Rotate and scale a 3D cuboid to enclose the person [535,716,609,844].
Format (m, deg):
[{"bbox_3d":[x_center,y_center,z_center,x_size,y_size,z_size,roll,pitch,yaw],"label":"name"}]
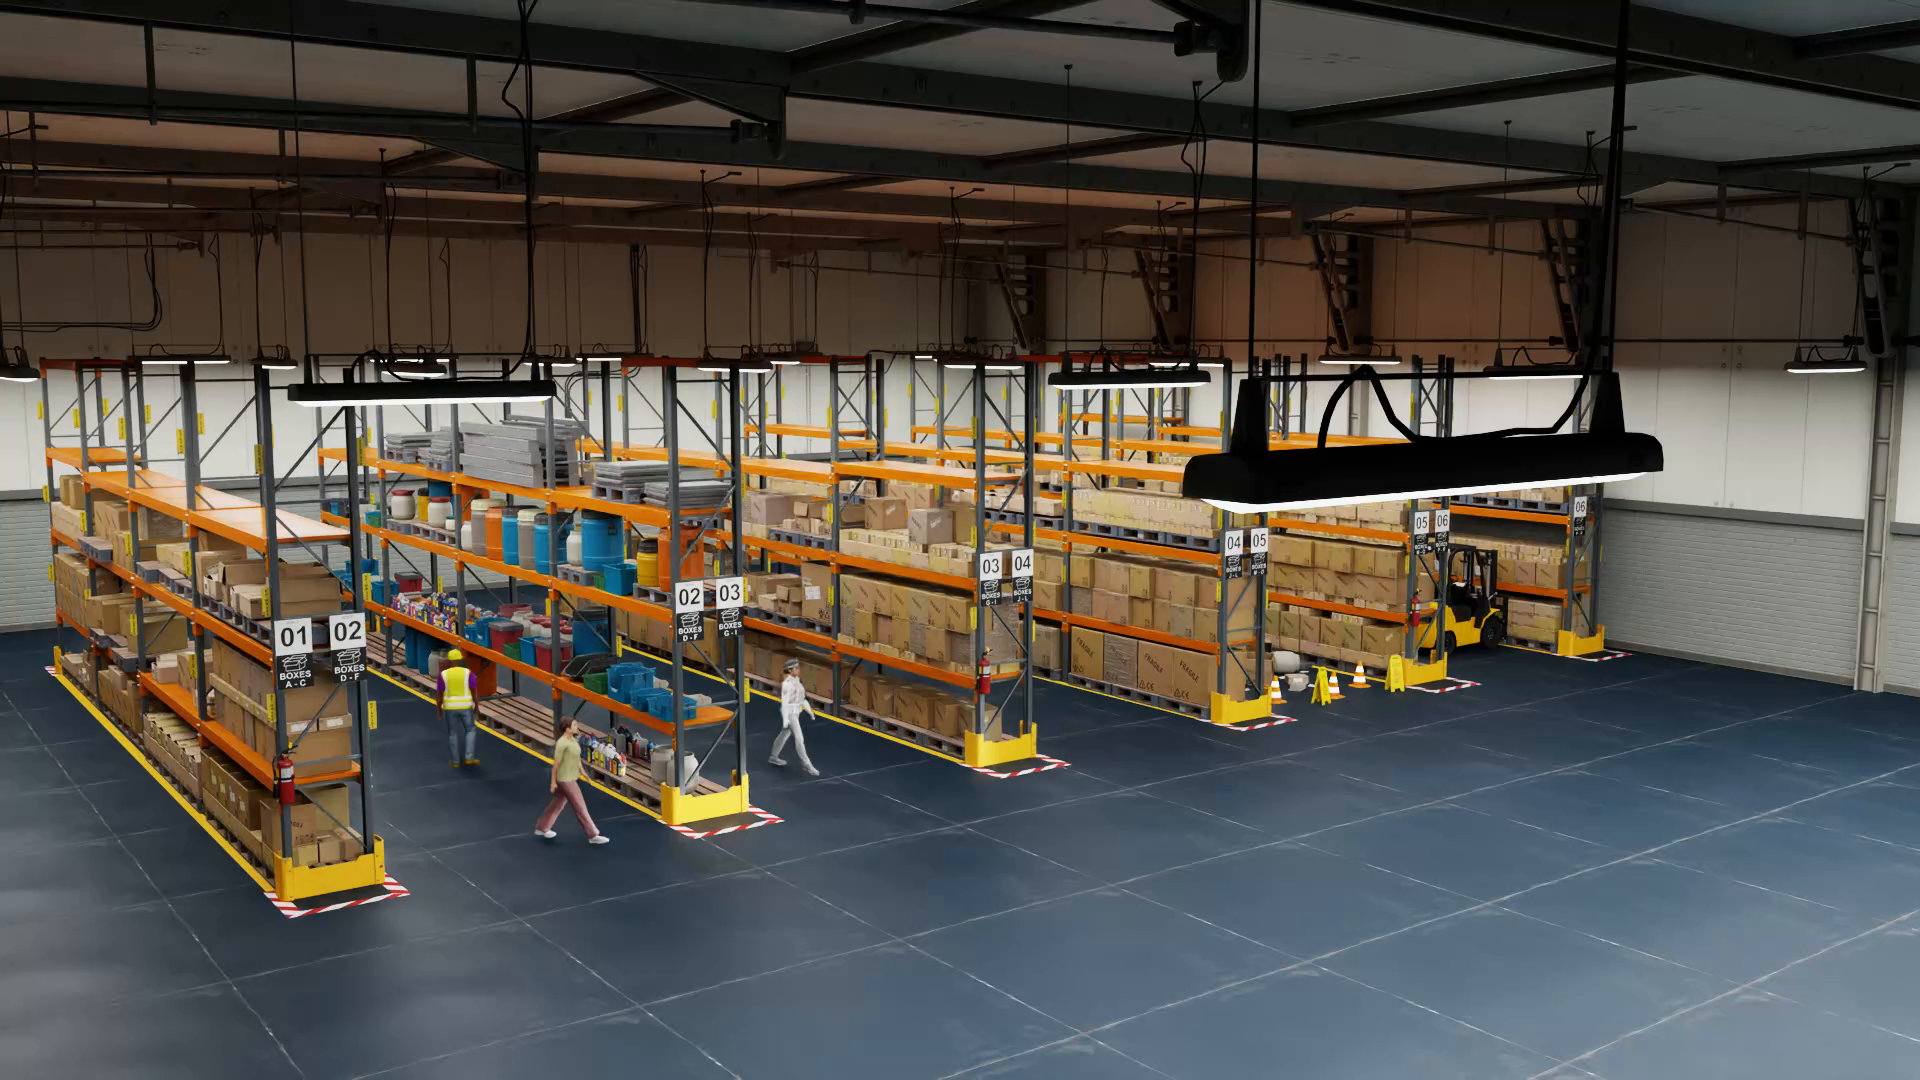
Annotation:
[{"bbox_3d":[-4.895,3.003,20.974,1.074,1.601,0.491,1,7,11],"label":"person"}]

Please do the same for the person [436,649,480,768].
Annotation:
[{"bbox_3d":[-7.448,2.505,24.683,0.610,1.765,0.513,-2,7,-12],"label":"person"}]

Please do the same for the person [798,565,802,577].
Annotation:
[{"bbox_3d":[-3.306,1.293,35.247,0.471,1.594,1.033,-6,9,-39],"label":"person"}]

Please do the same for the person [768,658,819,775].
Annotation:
[{"bbox_3d":[-2.439,2.571,24.511,0.905,1.683,0.544,3,7,21],"label":"person"}]
